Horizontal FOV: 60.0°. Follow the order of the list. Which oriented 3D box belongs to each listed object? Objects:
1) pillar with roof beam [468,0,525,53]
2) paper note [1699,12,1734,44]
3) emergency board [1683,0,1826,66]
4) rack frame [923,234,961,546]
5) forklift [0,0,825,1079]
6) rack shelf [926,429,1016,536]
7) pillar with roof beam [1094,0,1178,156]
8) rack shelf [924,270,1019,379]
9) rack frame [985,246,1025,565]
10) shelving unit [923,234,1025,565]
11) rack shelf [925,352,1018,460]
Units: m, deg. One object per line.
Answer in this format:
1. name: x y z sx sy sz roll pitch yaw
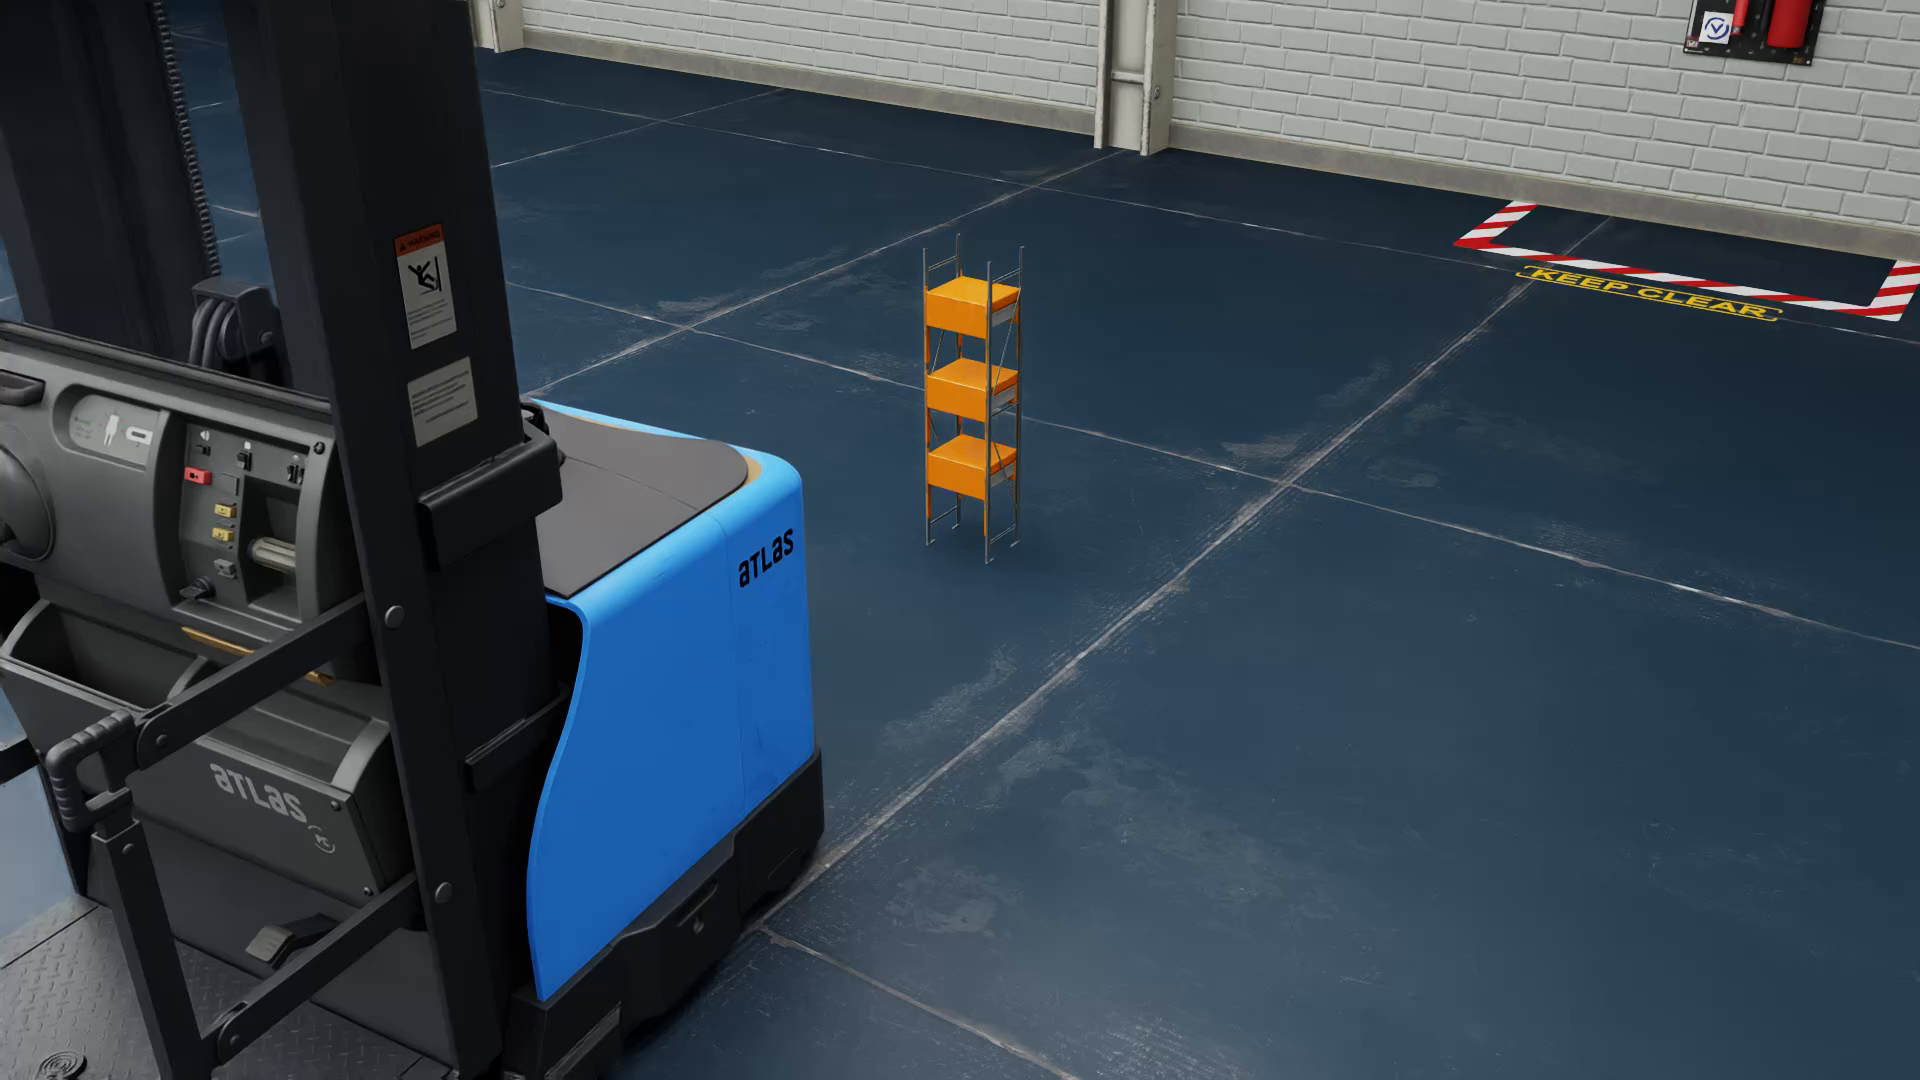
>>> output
1. pillar with roof beam: -6.272 -6.483 8.567 0.400 9.000 9.100 17 32 30
2. paper note: 3.934 -2.665 8.650 0.142 0.148 0.016 17 32 30
3. emergency board: 4.041 -2.986 8.310 0.643 1.169 0.194 17 32 30
4. rack frame: -0.056 -0.485 5.546 0.008 1.050 0.200 17 32 30
5. forklift: -1.485 -0.048 2.612 1.130 2.935 3.031 14 30 25
6. rack shelf: 0.044 -0.197 5.616 0.240 0.259 0.215 17 32 30
7. pillar with roof beam: -1.326 -4.942 5.540 0.400 9.000 9.100 17 32 30
8. rack shelf: 0.044 -0.698 5.361 0.240 0.259 0.215 17 32 30
9. rack frame: 0.145 -0.423 5.423 0.008 1.050 0.200 17 32 30
10. shelving unit: 0.044 -0.454 5.485 0.252 1.050 0.215 17 32 30
11. rack shelf: 0.044 -0.445 5.490 0.240 0.259 0.215 17 32 30
